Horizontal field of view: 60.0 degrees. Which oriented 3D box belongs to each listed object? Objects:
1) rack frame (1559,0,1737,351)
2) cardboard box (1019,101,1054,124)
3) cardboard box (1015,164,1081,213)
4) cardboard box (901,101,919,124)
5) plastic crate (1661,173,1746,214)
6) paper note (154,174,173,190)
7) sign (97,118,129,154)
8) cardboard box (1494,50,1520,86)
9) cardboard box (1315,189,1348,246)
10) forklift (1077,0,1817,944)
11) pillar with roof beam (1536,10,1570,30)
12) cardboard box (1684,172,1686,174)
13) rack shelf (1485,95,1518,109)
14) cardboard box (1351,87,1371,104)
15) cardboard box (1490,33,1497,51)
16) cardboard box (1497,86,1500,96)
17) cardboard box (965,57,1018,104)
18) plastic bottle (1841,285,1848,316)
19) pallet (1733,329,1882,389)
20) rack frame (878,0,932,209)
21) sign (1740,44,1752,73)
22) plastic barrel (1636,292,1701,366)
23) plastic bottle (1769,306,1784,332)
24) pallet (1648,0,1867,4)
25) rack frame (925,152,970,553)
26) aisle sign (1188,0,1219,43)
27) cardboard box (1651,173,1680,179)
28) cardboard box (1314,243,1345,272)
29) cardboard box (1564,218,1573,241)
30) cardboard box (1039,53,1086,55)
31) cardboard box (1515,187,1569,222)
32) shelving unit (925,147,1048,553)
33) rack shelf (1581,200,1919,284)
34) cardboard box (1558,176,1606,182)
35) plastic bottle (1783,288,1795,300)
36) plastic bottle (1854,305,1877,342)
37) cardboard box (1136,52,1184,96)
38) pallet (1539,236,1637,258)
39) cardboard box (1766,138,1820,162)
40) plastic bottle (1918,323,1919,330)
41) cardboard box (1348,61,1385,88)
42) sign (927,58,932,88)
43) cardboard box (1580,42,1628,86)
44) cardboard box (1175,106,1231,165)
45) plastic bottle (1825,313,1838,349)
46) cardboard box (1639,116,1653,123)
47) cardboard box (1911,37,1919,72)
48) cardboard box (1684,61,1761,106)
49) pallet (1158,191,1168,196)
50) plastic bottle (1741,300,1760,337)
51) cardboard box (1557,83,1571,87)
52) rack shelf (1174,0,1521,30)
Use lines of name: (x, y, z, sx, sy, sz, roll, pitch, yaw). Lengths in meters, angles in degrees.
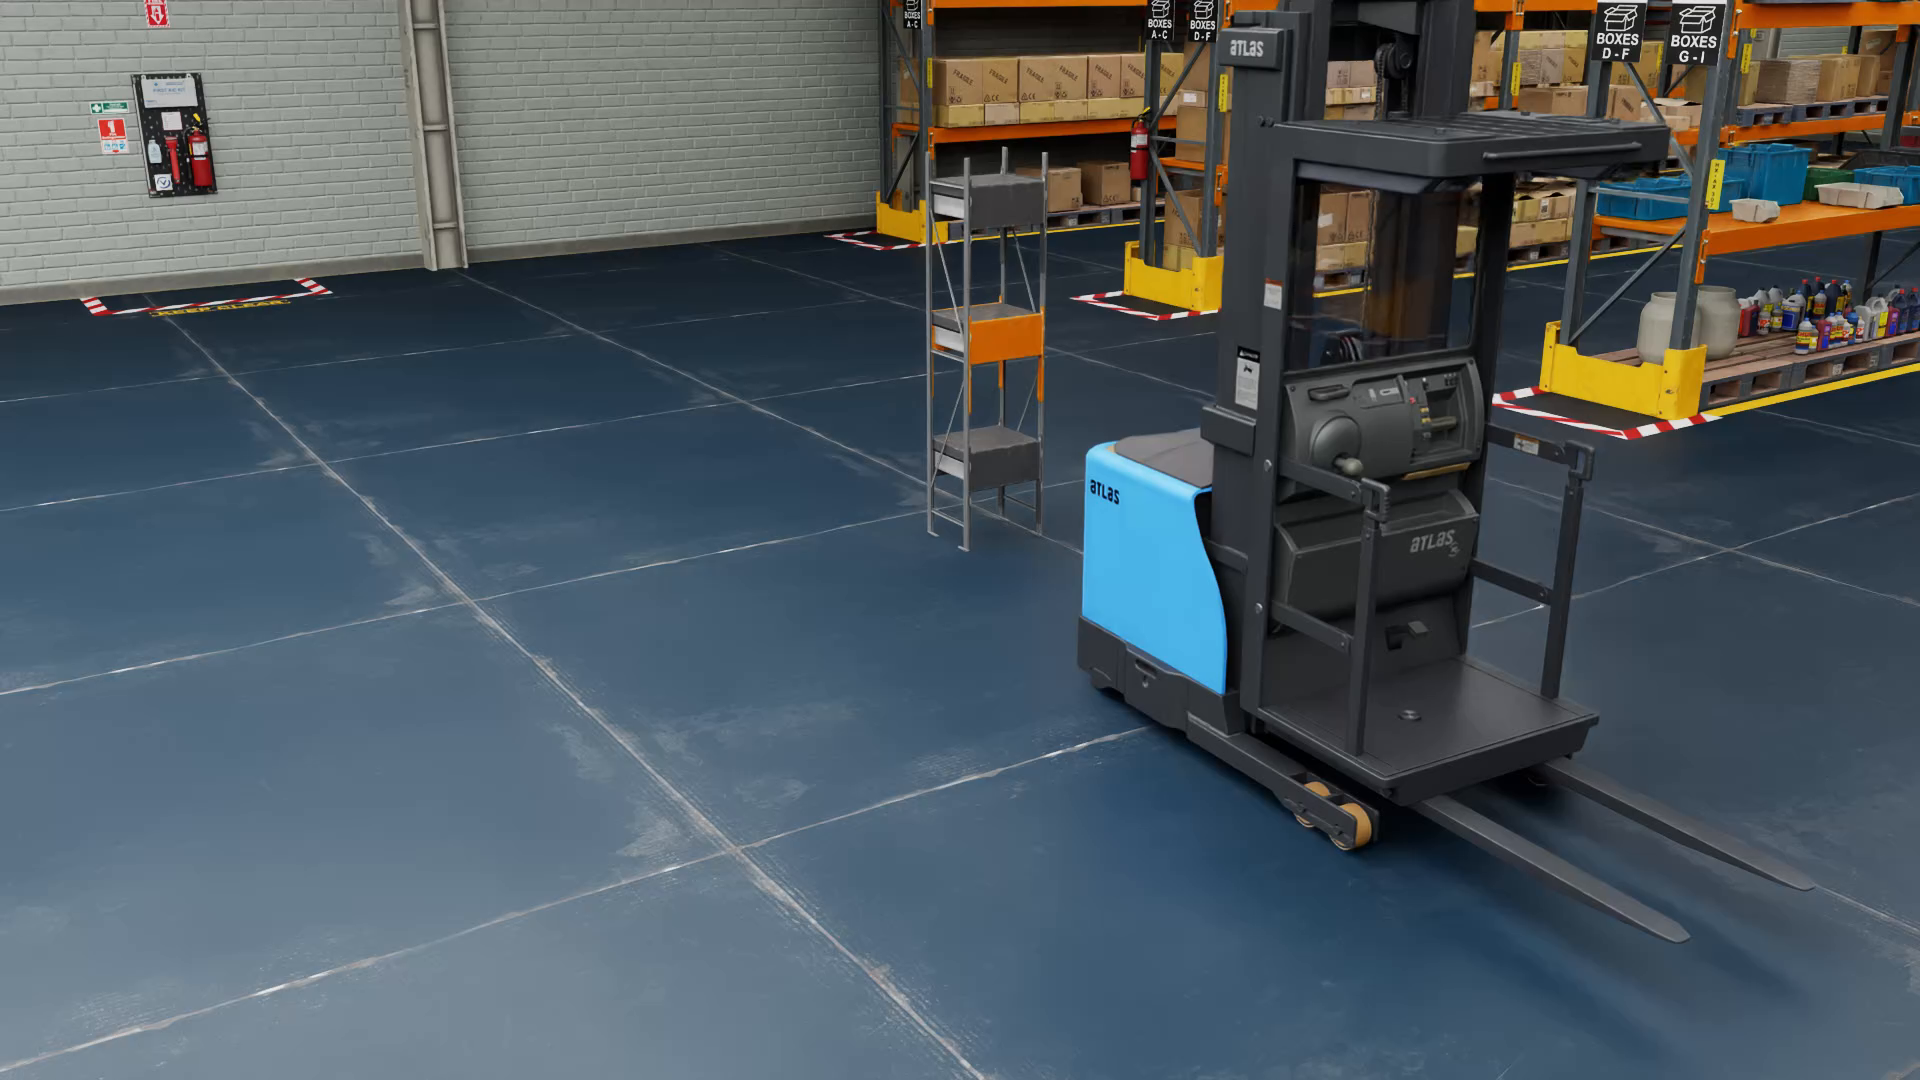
rack frame: (4.802, -2.419, 11.717, 0.127, 3.000, 1.000, -12, 22, -31)
cardboard box: (0.790, -5.192, 20.122, 0.500, 0.250, 0.500, -12, 22, -32)
cardboard box: (1.097, -4.408, 20.815, 0.500, 0.500, 0.700, -14, 23, -35)
cardboard box: (-0.363, -5.142, 19.973, 0.500, 0.250, 0.500, -12, 22, -31)
plastic crate: (5.601, -2.630, 12.573, 0.408, 0.251, 0.499, -12, 22, -31)
paper note: (-7.819, -3.512, 16.325, 0.142, 0.148, 0.016, -12, 22, -31)
sign: (-8.152, -3.889, 16.009, 0.234, 0.329, 0.001, -12, 22, -31)
cardboard box: (7.870, -6.964, 24.508, 0.500, 0.500, 0.500, -11, 22, -30)
cardboard box: (3.478, -3.212, 16.527, 0.500, 0.500, 0.500, -12, 22, -31)
forklift: (1.689, -0.445, 5.983, 1.130, 2.935, 3.031, -10, 21, -28)
pillar with roof beam: (11.852, -9.228, 22.490, 0.400, 9.000, 9.100, -12, 22, -31)
cardboard box: (9.415, -4.406, 20.809, 0.500, 0.500, 0.500, -11, 22, -29)
rack shelf: (7.705, -6.490, 24.881, 4.000, 0.370, 1.077, -12, 22, -31)
cardboard box: (3.812, -4.382, 16.353, 0.250, 0.149, 0.380, -12, 22, -31)
cardboard box: (7.420, -7.226, 24.114, 0.500, 0.250, 0.500, -12, 22, -31)
cardboard box: (7.936, -6.682, 24.688, 0.250, 0.149, 0.380, -11, 22, -30)
cardboard box: (0.336, -5.451, 19.717, 0.500, 0.500, 0.500, -12, 22, -31)
plastic bottle: (7.440, -2.014, 14.073, 0.133, 0.283, 0.061, -12, 22, -31)
pallet: (6.539, -1.480, 13.292, 1.213, 0.211, 1.003, -12, 22, -31)
rack frame: (-0.646, -5.069, 19.556, 0.127, 3.000, 1.000, -12, 22, -31)
sign: (9.071, -5.555, 19.184, 0.005, 0.325, 0.100, -12, 22, -31)
plastic barrel: (5.310, -1.576, 12.452, 0.421, 0.512, 0.421, 0, 19, 0)
plastic bottle: (6.676, -1.810, 13.597, 0.097, 0.201, 0.097, 0, 19, 0)
pallet: (5.547, -3.870, 11.621, 1.213, 0.211, 1.003, -12, 22, -31)
rack frame: (-0.066, -0.981, 8.868, 0.015, 2.100, 0.400, -12, 22, -31)
aisle sign: (2.195, -4.883, 14.945, 0.004, 0.787, 0.394, -12, 22, -31)
cardboard box: (8.461, -4.158, 19.622, 0.500, 0.311, 0.500, -11, 22, -30)
cardboard box: (3.485, -2.853, 16.638, 0.500, 0.250, 0.500, -12, 22, -31)
cardboard box: (6.754, -3.532, 18.647, 0.500, 0.250, 0.500, -13, 22, -33)
cardboard box: (1.334, -5.864, 20.939, 0.500, 0.500, 0.500, -11, 22, -30)
cardboard box: (6.325, -3.704, 18.281, 0.500, 0.311, 0.500, -12, 22, -32)
shelving unit: (0.138, -1.024, 8.995, 0.503, 2.100, 0.431, -12, 22, -31)
rack shelf: (6.473, -2.431, 12.875, 4.000, 0.370, 1.077, -12, 22, -31)
cardboard box: (7.302, -4.118, 19.505, 0.500, 0.311, 0.500, -13, 22, -33)
plastic bottle: (6.922, -1.963, 13.922, 0.133, 0.283, 0.061, -11, 21, -29)
plastic bottle: (7.196, -1.733, 13.254, 0.135, 0.276, 0.152, -11, 22, -30)
cardboard box: (2.470, -5.901, 21.050, 0.500, 0.500, 0.500, -12, 22, -32)
pallet: (7.036, -3.485, 19.223, 1.213, 0.211, 1.003, -12, 22, -31)
cardboard box: (10.730, -5.042, 21.520, 0.500, 0.250, 0.500, -12, 22, -31)
plastic bottle: (7.923, -1.873, 13.654, 0.133, 0.283, 0.061, -11, 21, -29)
cardboard box: (3.797, -4.766, 16.478, 0.500, 0.500, 0.700, -12, 22, -31)
sign: (-0.348, -5.334, 18.988, 0.005, 0.325, 0.100, -12, 22, -31)
cardboard box: (9.838, -7.416, 26.030, 0.700, 0.700, 0.980, -12, 22, -31)
cardboard box: (2.478, -3.871, 15.855, 0.500, 0.500, 0.700, -12, 22, -31)
plastic bottle: (6.774, -1.632, 12.961, 0.097, 0.271, 0.097, 0, 19, 0)
cardboard box: (7.728, -4.795, 19.138, 0.250, 0.149, 0.380, -10, 21, -27)
cardboard box: (12.652, -6.387, 21.737, 0.500, 0.500, 0.500, -11, 22, -30)
cardboard box: (9.227, -5.541, 20.141, 0.700, 0.500, 0.500, 14, 23, 35)
pallet: (3.344, -4.590, 22.493, 1.213, 0.211, 1.003, -12, 22, -31)
plastic bottle: (6.380, -1.790, 13.411, 0.133, 0.283, 0.061, -12, 22, -31)
cardboard box: (9.051, -6.887, 25.295, 0.250, 0.149, 0.380, -11, 22, -30)
rack shelf: (3.752, -5.177, 16.315, 4.000, 0.370, 1.077, -12, 22, -31)
